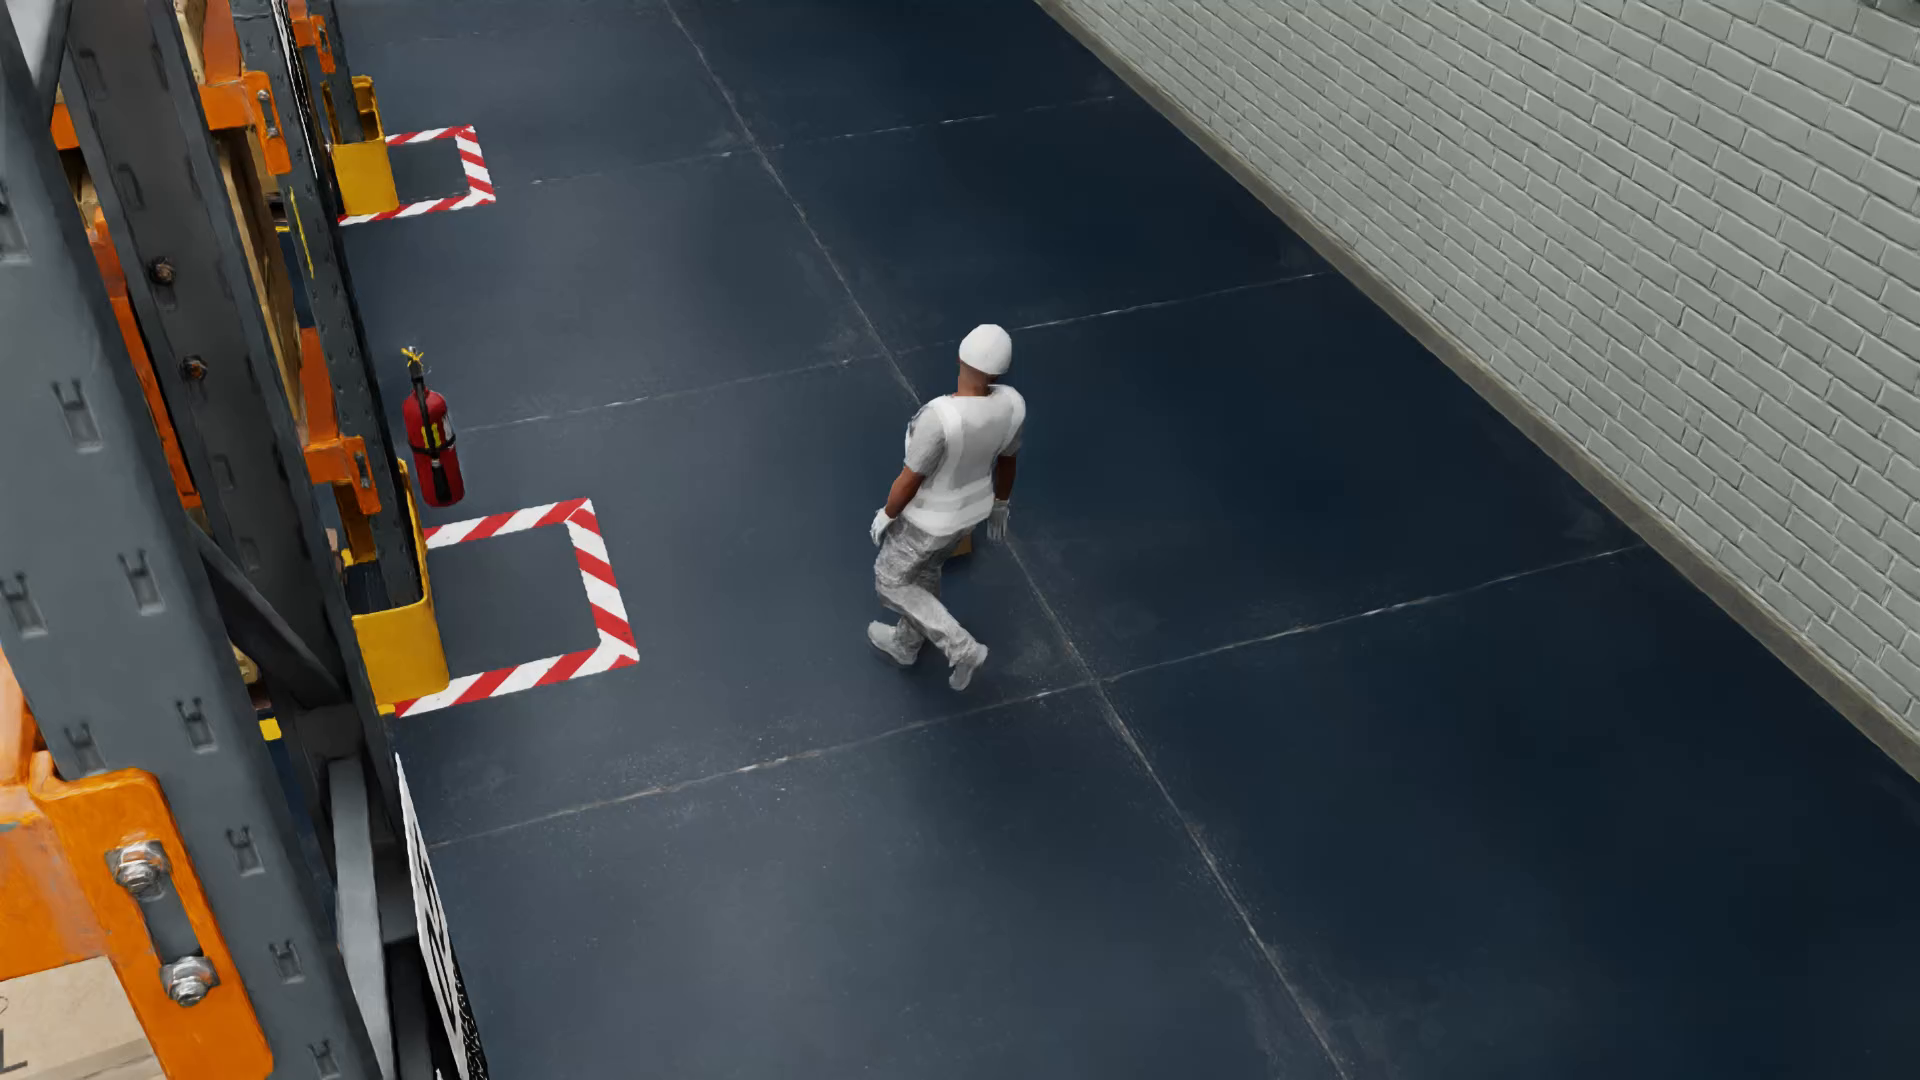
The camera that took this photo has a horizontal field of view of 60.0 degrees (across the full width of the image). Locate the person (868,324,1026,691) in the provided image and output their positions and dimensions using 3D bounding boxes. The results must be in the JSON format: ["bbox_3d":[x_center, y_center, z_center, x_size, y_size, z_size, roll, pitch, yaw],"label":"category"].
[{"bbox_3d":[-0.072,-0.134,6.989,0.626,1.728,0.777,-29,46,-32],"label":"person"}]
